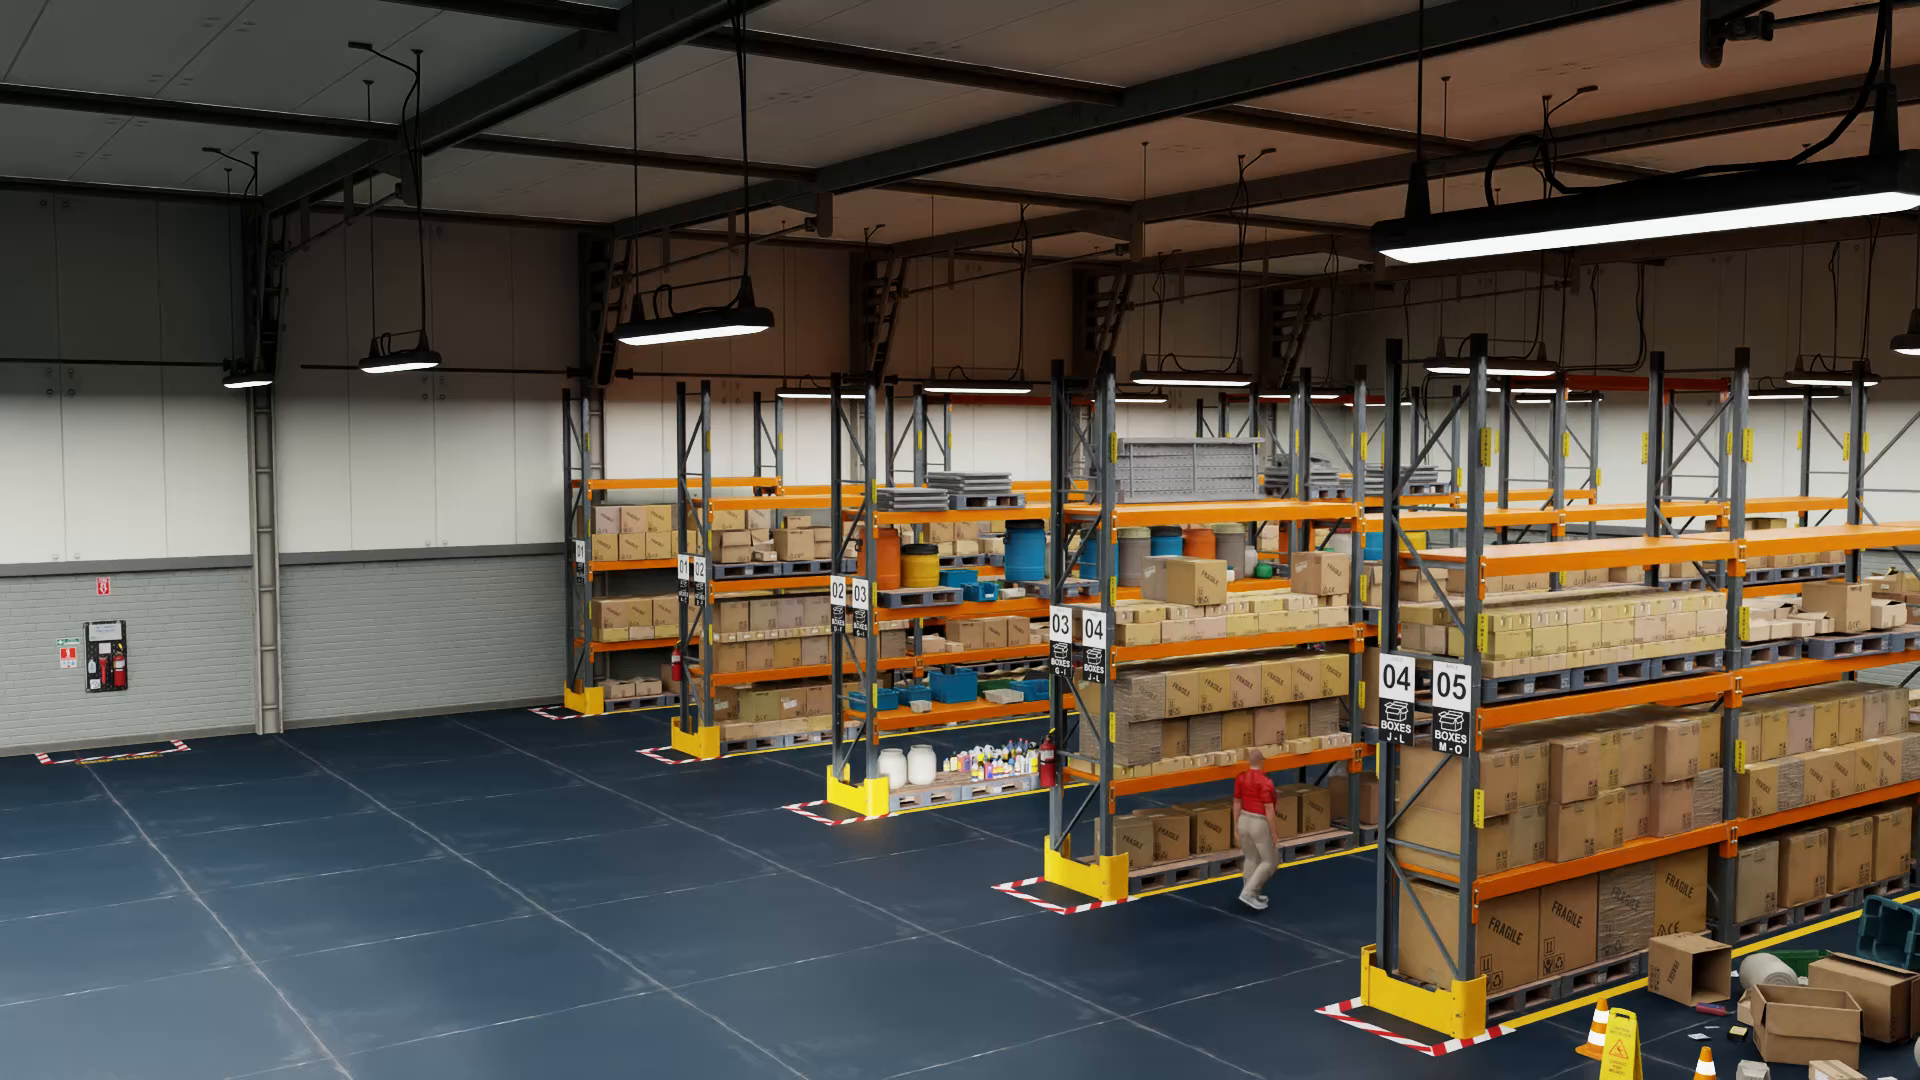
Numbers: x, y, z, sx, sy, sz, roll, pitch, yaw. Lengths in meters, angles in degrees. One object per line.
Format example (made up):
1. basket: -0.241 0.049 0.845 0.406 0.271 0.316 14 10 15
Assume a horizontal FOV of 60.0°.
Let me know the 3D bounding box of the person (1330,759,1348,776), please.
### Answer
1. person: 5.331 2.793 23.184 0.535 1.787 0.521 3 5 38

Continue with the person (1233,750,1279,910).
1. person: 3.203 3.145 18.108 0.565 1.722 0.573 -3 5 -36
